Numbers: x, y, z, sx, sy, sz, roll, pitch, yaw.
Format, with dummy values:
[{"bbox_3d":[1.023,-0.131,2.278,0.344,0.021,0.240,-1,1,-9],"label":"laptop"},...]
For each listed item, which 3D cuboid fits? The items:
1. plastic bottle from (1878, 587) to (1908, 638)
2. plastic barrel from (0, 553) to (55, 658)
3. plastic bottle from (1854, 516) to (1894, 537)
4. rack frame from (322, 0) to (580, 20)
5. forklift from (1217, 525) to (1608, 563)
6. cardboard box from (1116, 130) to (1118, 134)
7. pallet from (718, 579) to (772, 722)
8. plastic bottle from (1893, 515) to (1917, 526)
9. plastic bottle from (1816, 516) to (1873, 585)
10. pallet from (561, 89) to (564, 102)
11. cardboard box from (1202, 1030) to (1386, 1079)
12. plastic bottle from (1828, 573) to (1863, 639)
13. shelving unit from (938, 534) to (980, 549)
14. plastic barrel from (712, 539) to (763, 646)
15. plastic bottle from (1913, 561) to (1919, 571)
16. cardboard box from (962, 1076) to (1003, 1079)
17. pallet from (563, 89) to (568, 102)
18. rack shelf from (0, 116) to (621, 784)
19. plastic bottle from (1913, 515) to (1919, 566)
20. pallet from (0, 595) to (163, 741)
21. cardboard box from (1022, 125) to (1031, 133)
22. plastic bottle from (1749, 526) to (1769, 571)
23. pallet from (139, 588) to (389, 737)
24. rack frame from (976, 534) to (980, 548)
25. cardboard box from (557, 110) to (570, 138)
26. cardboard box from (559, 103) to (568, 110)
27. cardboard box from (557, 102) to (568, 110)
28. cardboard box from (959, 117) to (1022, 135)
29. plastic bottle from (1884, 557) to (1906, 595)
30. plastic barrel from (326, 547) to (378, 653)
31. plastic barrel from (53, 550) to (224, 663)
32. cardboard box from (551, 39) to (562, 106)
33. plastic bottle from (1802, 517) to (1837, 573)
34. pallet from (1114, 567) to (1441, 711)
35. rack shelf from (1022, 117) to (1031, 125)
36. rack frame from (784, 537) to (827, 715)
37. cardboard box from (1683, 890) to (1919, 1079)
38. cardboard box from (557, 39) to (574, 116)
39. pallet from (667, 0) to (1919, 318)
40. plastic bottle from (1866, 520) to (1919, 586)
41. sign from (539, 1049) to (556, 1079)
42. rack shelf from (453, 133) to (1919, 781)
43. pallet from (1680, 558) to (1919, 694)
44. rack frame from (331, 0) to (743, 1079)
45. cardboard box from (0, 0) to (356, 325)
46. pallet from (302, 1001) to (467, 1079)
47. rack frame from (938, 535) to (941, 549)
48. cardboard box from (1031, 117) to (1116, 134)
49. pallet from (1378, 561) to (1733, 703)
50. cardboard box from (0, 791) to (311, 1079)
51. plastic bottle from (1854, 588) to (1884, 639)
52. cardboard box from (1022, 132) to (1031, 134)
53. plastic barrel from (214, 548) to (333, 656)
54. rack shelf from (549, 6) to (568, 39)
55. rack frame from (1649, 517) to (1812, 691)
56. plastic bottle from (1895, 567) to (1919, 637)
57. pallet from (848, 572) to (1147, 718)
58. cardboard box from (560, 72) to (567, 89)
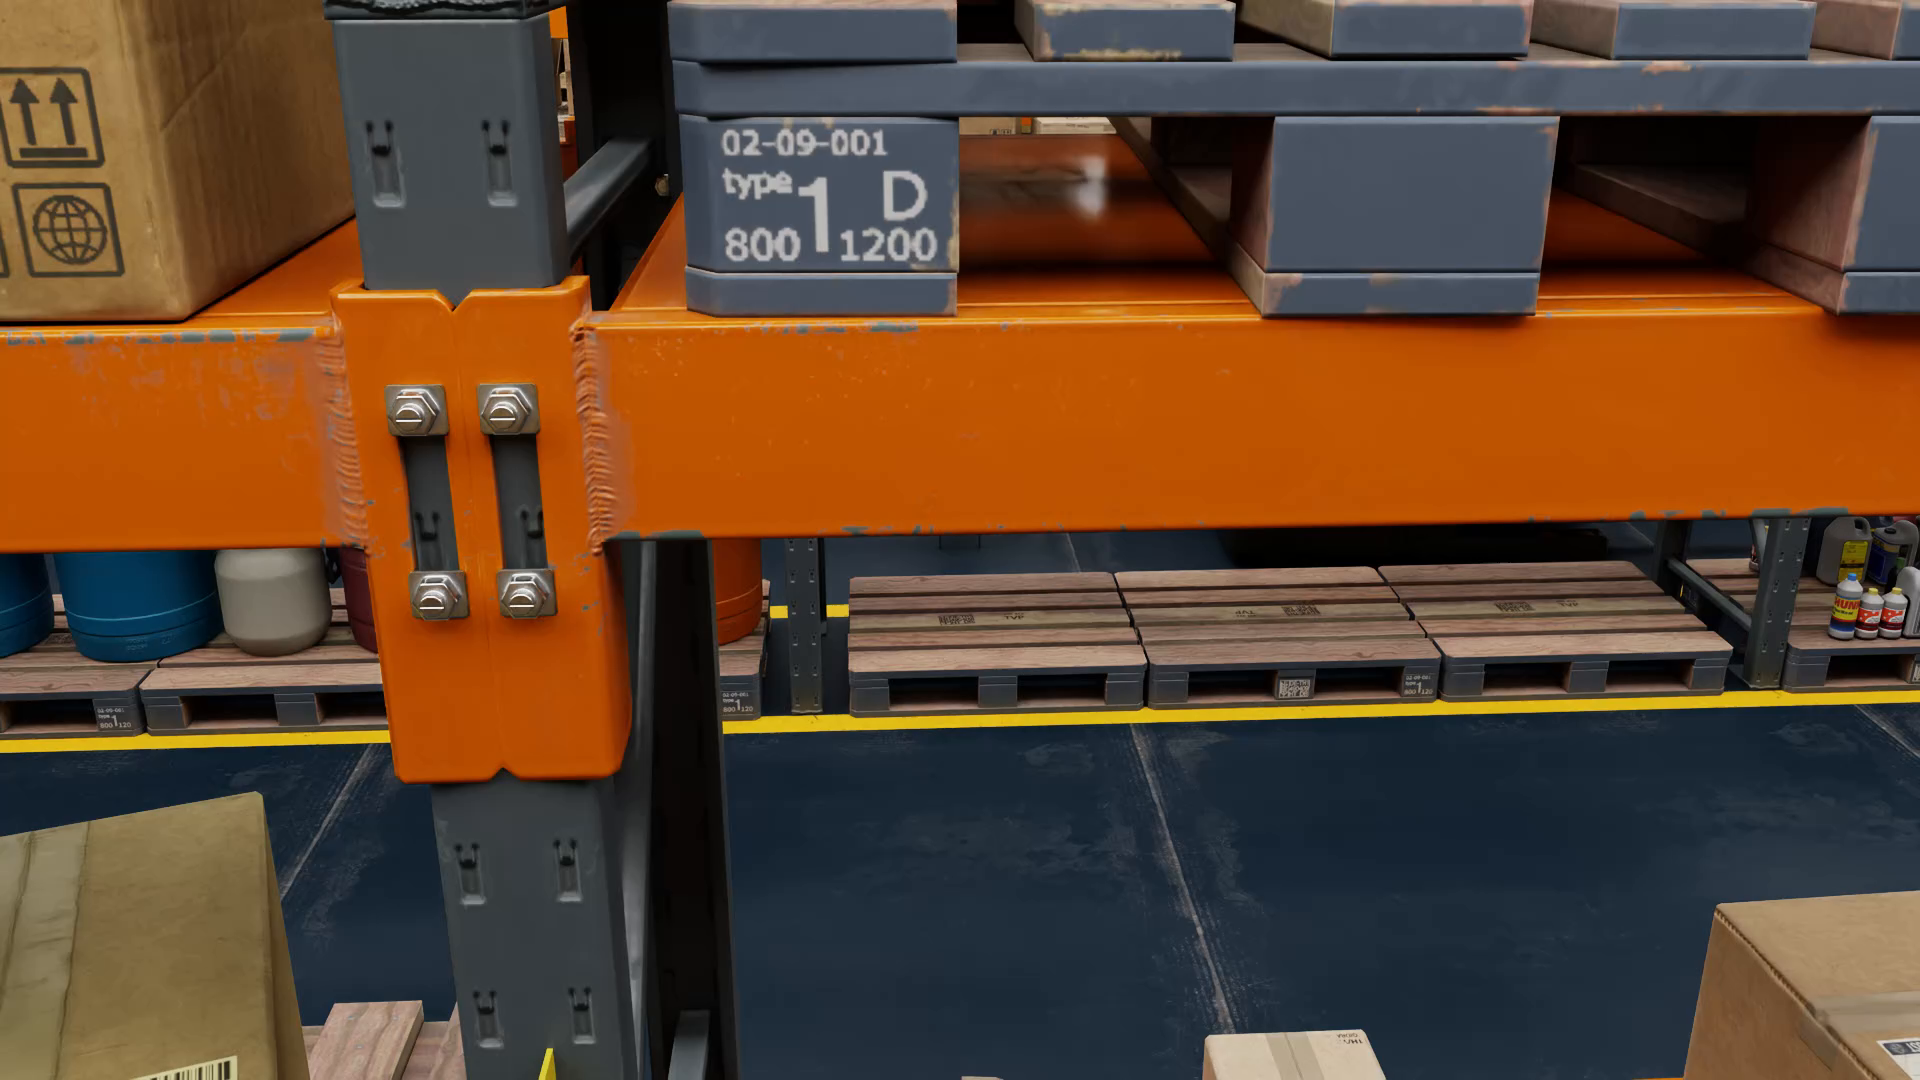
[{"bbox_3d":[3.890,0.298,6.938,0.097,0.201,0.097,0,21,0],"label":"plastic bottle"},{"bbox_3d":[-4.099,-0.008,6.784,0.708,0.901,0.600,-1,21,-3],"label":"plastic barrel"},{"bbox_3d":[4.162,-0.037,7.606,0.185,0.351,0.144,-2,21,-6],"label":"plastic bottle"},{"bbox_3d":[-0.371,-1.912,0.997,0.127,3.000,1.000,-1,21,-3],"label":"rack frame"},{"bbox_3d":[2.831,-1.431,8.259,3.031,2.935,1.130,-1,21,-1],"label":"forklift"},{"bbox_3d":[1.336,-2.886,11.249,0.637,0.503,0.797,1,21,2],"label":"cardboard box"},{"bbox_3d":[-1.434,0.466,7.101,1.213,0.211,1.003,-1,21,-3],"label":"pallet"},{"bbox_3d":[4.322,-0.023,7.666,0.133,0.283,0.061,0,21,1],"label":"plastic bottle"},{"bbox_3d":[3.979,0.018,7.461,0.185,0.351,0.144,-1,21,-3],"label":"plastic bottle"},{"bbox_3d":[-4.337,-4.185,15.666,1.213,0.211,1.003,-1,21,-3],"label":"pallet"},{"bbox_3d":[0.512,0.892,2.415,0.250,0.149,0.380,-1,21,-3],"label":"cardboard box"},{"bbox_3d":[3.687,0.269,6.915,0.097,0.271,0.097,0,21,0],"label":"plastic bottle"},{"bbox_3d":[-0.008,-0.420,8.460,0.210,0.900,0.258,-1,21,-3],"label":"shelving unit"},{"bbox_3d":[-1.137,-0.034,6.956,0.708,0.830,0.600,-1,21,-3],"label":"plastic barrel"},{"bbox_3d":[4.165,0.163,7.083,0.185,0.351,0.144,-1,21,-3],"label":"plastic bottle"},{"bbox_3d":[-0.005,0.941,2.059,0.500,0.311,0.500,0,21,0],"label":"cardboard box"},{"bbox_3d":[-3.089,-4.247,15.831,1.213,0.211,1.003,-1,21,-3],"label":"pallet"},{"bbox_3d":[-2.367,-0.134,1.552,4.000,0.370,1.077,-1,21,-3],"label":"rack shelf"},{"bbox_3d":[4.484,-0.043,7.623,0.185,0.351,0.144,-1,21,-3],"label":"plastic bottle"},{"bbox_3d":[-3.870,0.515,6.971,1.213,0.211,1.003,-1,21,-3],"label":"pallet"},{"bbox_3d":[0.560,-5.155,21.049,0.625,0.372,0.950,0,21,-1],"label":"cardboard box"},{"bbox_3d":[3.688,0.034,7.629,0.097,0.201,0.097,0,21,0],"label":"plastic bottle"},{"bbox_3d":[-2.649,0.489,7.039,1.213,0.211,1.003,-1,21,-3],"label":"pallet"},{"bbox_3d":[0.093,-0.422,8.466,0.006,0.900,0.240,-1,21,-3],"label":"rack frame"},{"bbox_3d":[-2.427,-2.557,10.980,0.500,0.500,0.500,-2,21,-5],"label":"cardboard box"},{"bbox_3d":[-2.459,-2.738,11.457,0.500,0.500,0.500,-2,21,-4],"label":"cardboard box"},{"bbox_3d":[-2.958,-2.729,11.432,0.500,0.500,0.500,-1,21,-3],"label":"cardboard box"},{"bbox_3d":[0.156,-2.943,11.404,0.500,0.500,0.700,2,21,5],"label":"cardboard box"},{"bbox_3d":[4.002,0.209,7.055,0.133,0.283,0.061,-1,21,-3],"label":"plastic bottle"},{"bbox_3d":[-2.264,0.101,6.938,0.708,0.588,0.600,-1,21,-3],"label":"plastic barrel"},{"bbox_3d":[-3.392,-0.022,6.822,0.708,0.901,0.600,-1,21,-3],"label":"plastic barrel"},{"bbox_3d":[-2.983,-3.106,11.013,0.637,0.503,0.797,0,21,-1],"label":"cardboard box"},{"bbox_3d":[3.970,-0.033,7.596,0.185,0.351,0.144,-2,21,-4],"label":"plastic bottle"},{"bbox_3d":[1.341,0.409,7.250,1.213,0.211,1.003,-1,21,-3],"label":"pallet"},{"bbox_3d":[0.882,-4.096,16.175,4.000,0.370,1.077,-1,21,-3],"label":"rack shelf"},{"bbox_3d":[-0.650,-0.868,6.686,0.127,3.000,1.000,-1,21,-3],"label":"rack frame"},{"bbox_3d":[1.304,0.805,2.151,0.500,0.500,0.500,-2,21,-6],"label":"cardboard box"},{"bbox_3d":[-2.314,-3.122,11.055,0.637,0.503,0.797,-1,21,-2],"label":"cardboard box"},{"bbox_3d":[0.302,-0.468,1.684,1.003,0.211,1.213,0,21,-1],"label":"pallet"},{"bbox_3d":[4.196,0.050,7.482,0.135,0.276,0.152,-1,21,-3],"label":"plastic bottle"},{"bbox_3d":[-0.330,0.580,1.367,0.005,0.325,0.100,-1,21,-3],"label":"sign"},{"bbox_3d":[1.626,-0.215,1.765,4.000,0.370,1.077,-1,21,-3],"label":"rack shelf"},{"bbox_3d":[4.017,0.355,7.393,1.213,0.211,1.003,-1,21,-3],"label":"pallet"},{"bbox_3d":[-0.371,0.891,2.064,0.127,3.000,1.000,-1,21,-3],"label":"rack frame"},{"bbox_3d":[-0.804,-0.536,1.458,0.500,0.500,0.910,-1,21,-3],"label":"cardboard box"},{"bbox_3d":[-1.043,1.020,1.997,1.003,0.211,1.213,-1,21,-3],"label":"pallet"},{"bbox_3d":[-0.110,-0.418,8.455,0.006,0.900,0.240,-1,21,-3],"label":"rack frame"},{"bbox_3d":[0.754,-2.706,11.134,0.500,0.250,0.500,-2,21,-5],"label":"cardboard box"},{"bbox_3d":[2.562,0.383,7.318,1.213,0.211,1.003,-1,21,-3],"label":"pallet"},{"bbox_3d":[-0.993,0.701,1.833,0.500,0.500,0.700,-8,22,-21],"label":"cardboard box"},{"bbox_3d":[3.789,0.300,6.933,0.097,0.201,0.097,0,21,0],"label":"plastic bottle"},{"bbox_3d":[0.371,-3.536,16.264,0.750,0.750,1.050,-1,21,-2],"label":"cardboard box"},{"bbox_3d":[-2.823,0.180,6.838,0.421,0.512,0.421,0,21,0],"label":"plastic barrel"},{"bbox_3d":[-2.646,-1.893,6.174,4.000,0.370,1.077,-1,21,-3],"label":"rack shelf"},{"bbox_3d":[3.344,-0.950,6.899,0.127,3.000,1.000,-1,21,-3],"label":"rack frame"},{"bbox_3d":[4.008,0.251,6.957,0.135,0.276,0.152,0,21,-1],"label":"plastic bottle"},{"bbox_3d":[0.126,0.433,7.187,1.213,0.211,1.003,-1,21,-3],"label":"pallet"},{"bbox_3d":[-3.657,-4.255,15.345,0.250,0.149,0.380,-2,21,-5],"label":"cardboard box"}]
